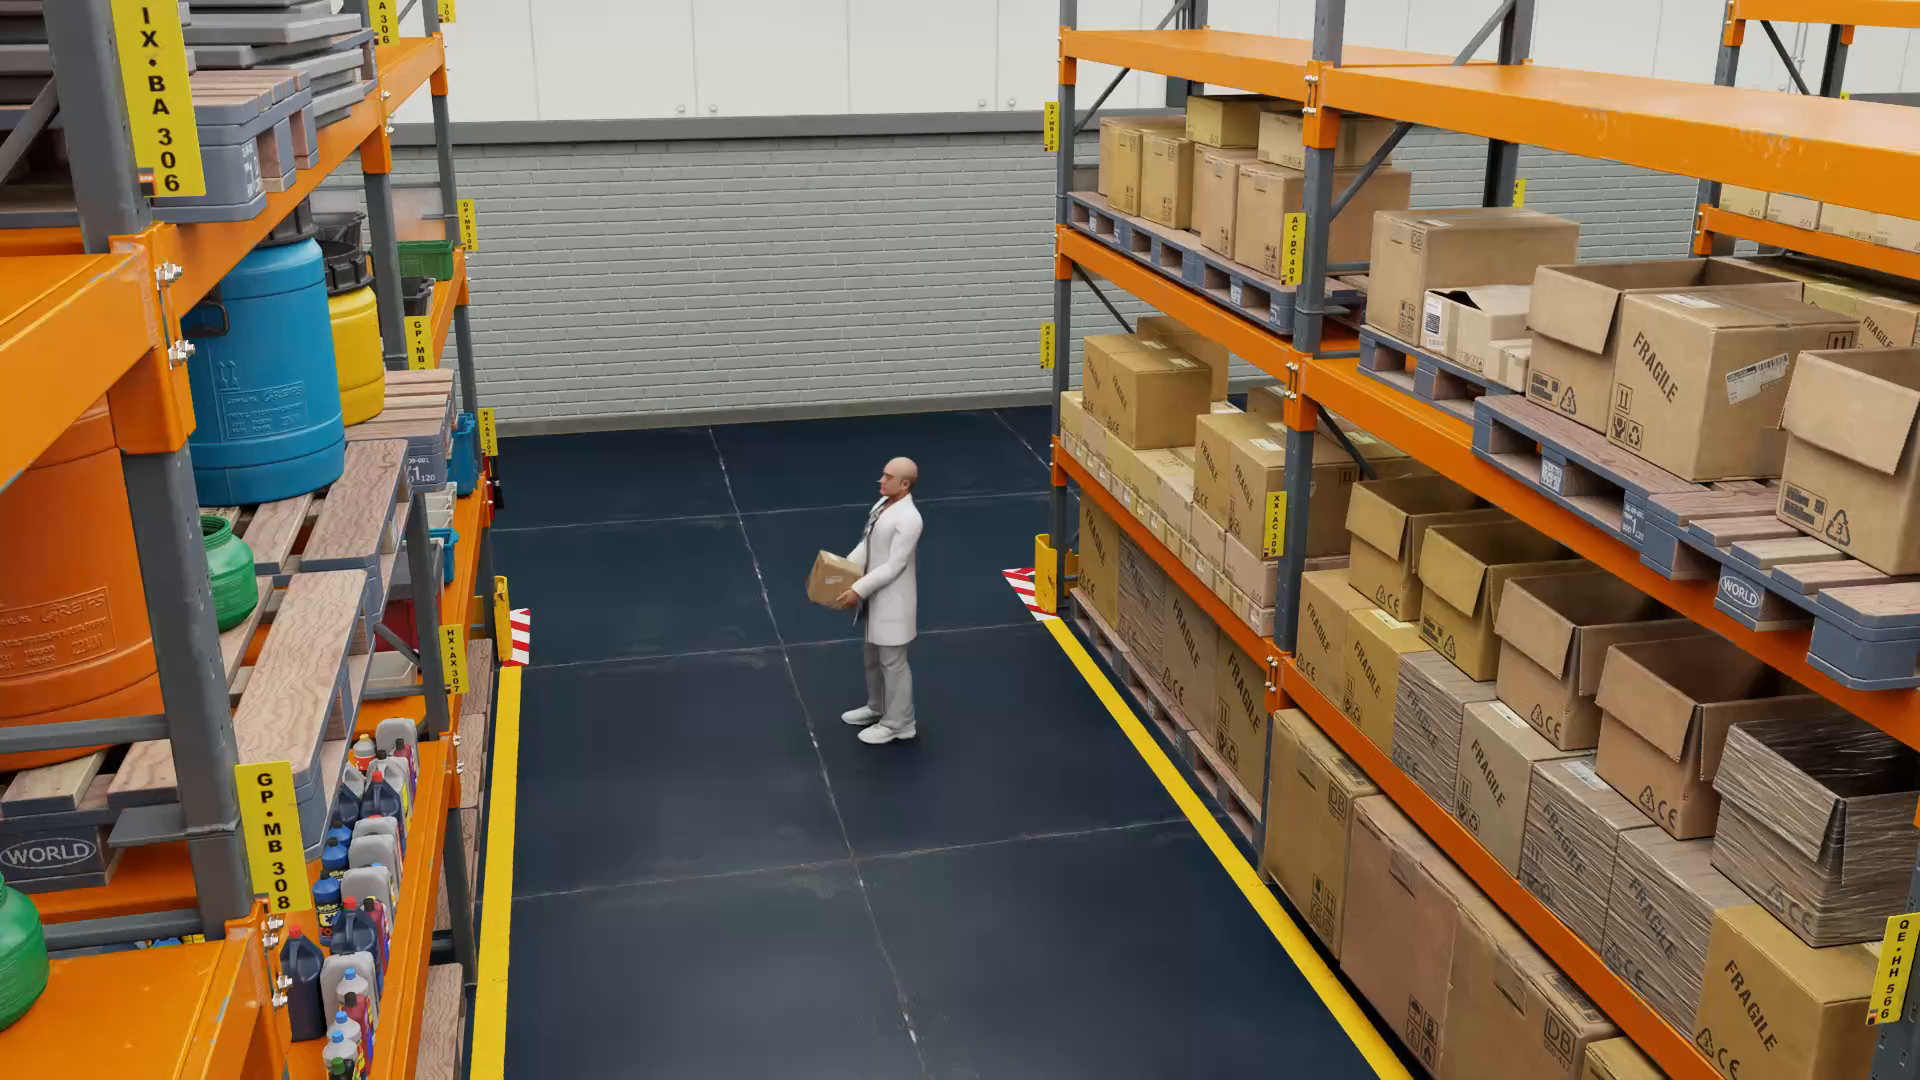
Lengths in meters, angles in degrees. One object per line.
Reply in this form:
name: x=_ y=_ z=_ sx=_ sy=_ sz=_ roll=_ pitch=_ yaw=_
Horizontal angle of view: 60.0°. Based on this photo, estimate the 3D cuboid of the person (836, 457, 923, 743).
person: x=-0.516 y=0.366 z=10.042 sx=0.550 sy=1.779 sz=0.544 roll=-7 pitch=20 yaw=-18
